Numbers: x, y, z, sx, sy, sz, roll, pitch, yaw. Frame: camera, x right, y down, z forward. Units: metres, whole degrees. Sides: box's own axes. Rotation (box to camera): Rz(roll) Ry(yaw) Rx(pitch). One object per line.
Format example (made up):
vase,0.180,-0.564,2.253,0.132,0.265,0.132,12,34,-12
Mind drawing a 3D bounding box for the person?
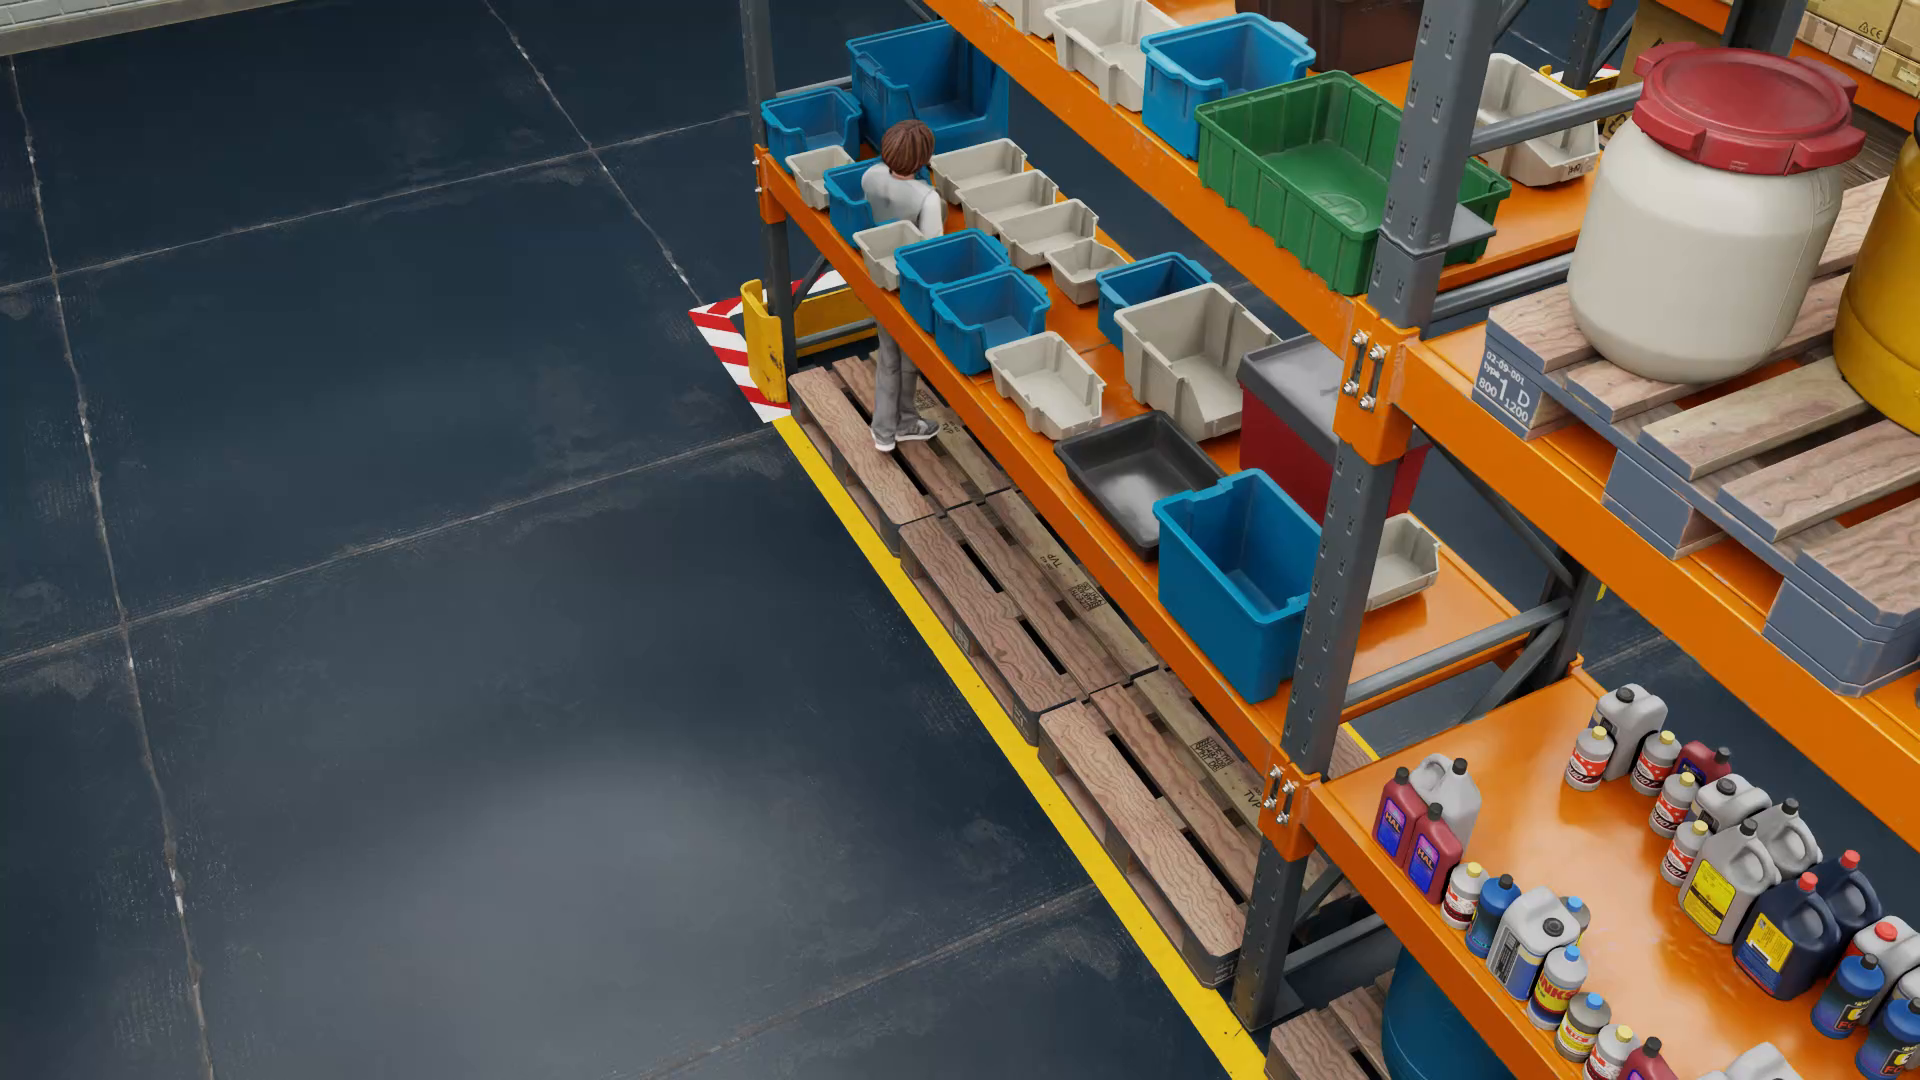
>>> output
person,-0.229,-1.032,7.001,0.541,1.619,0.364,32,51,30
